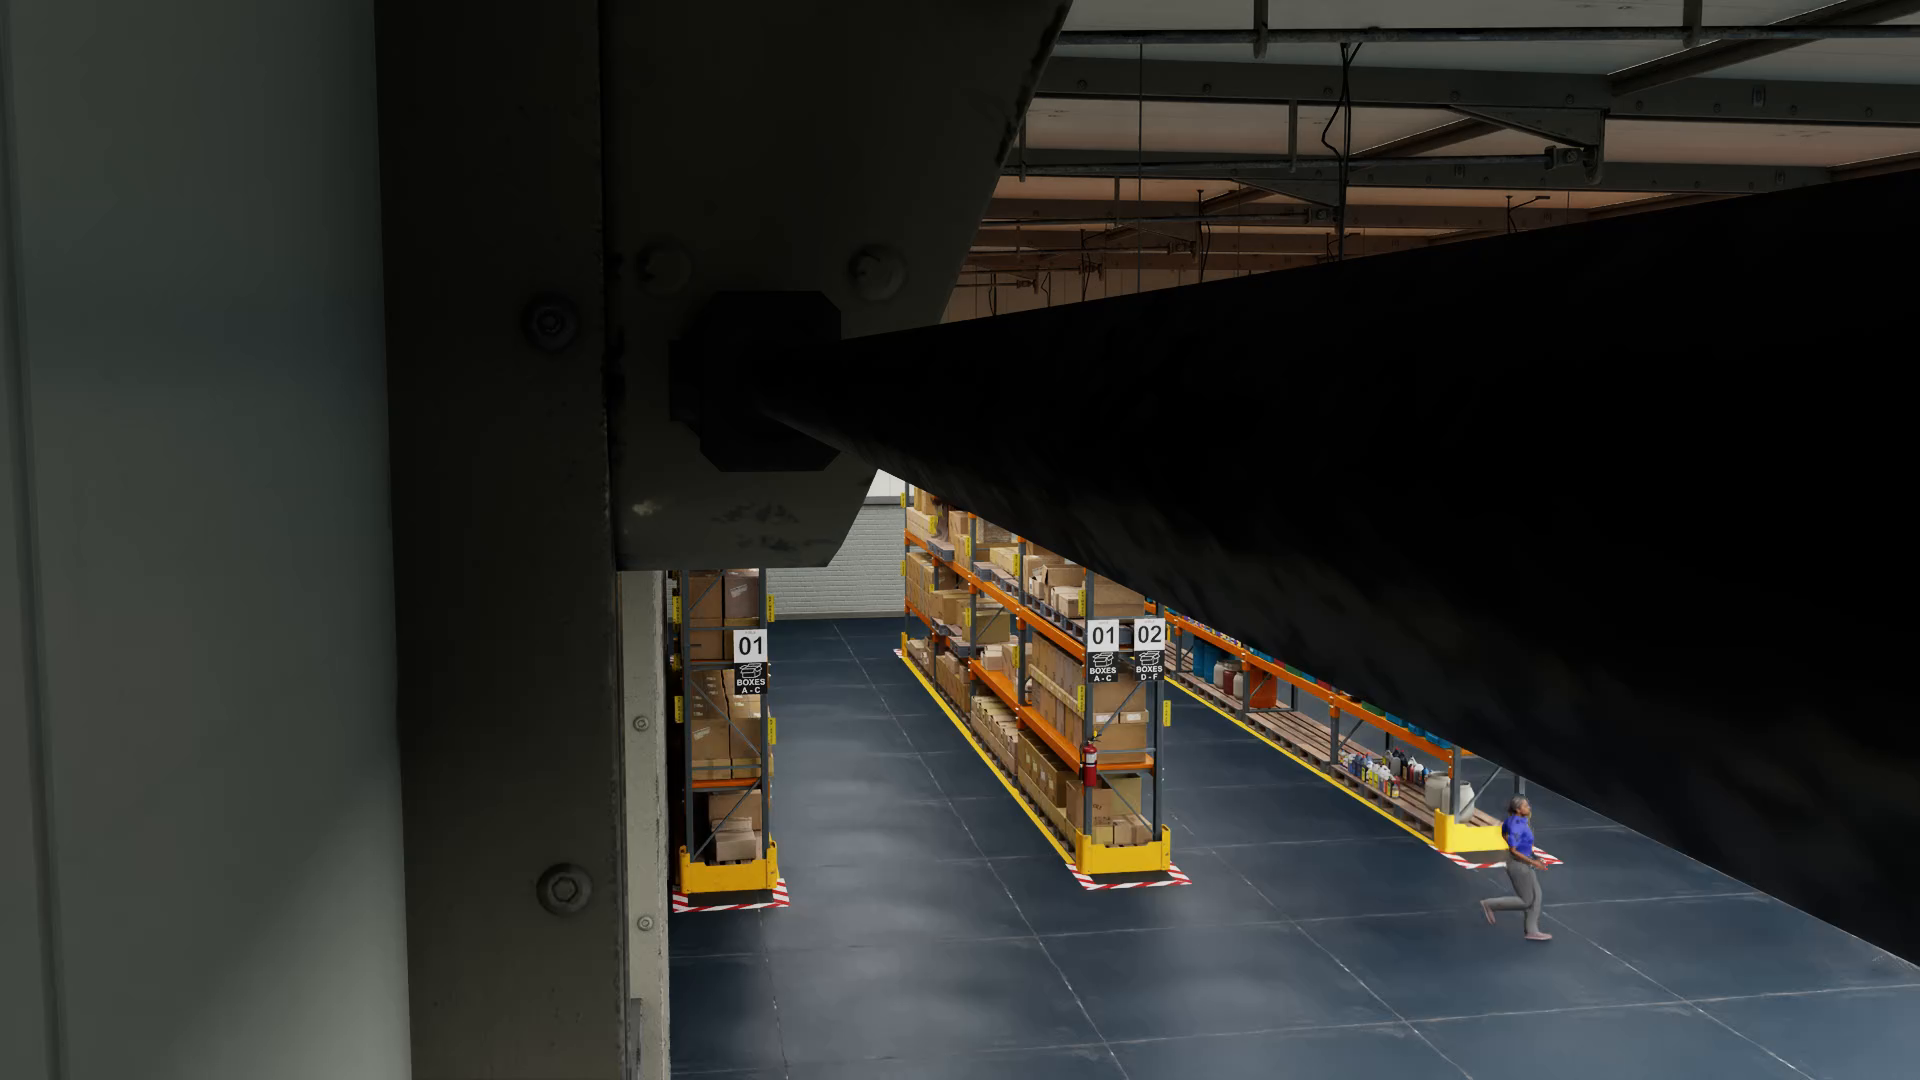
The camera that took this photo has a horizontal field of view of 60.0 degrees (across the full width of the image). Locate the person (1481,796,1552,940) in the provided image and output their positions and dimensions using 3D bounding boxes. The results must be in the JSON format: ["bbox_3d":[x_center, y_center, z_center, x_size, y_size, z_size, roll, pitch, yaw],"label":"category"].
[{"bbox_3d":[6.210,3.628,18.439,0.728,1.612,0.593,2,6,16],"label":"person"}]
